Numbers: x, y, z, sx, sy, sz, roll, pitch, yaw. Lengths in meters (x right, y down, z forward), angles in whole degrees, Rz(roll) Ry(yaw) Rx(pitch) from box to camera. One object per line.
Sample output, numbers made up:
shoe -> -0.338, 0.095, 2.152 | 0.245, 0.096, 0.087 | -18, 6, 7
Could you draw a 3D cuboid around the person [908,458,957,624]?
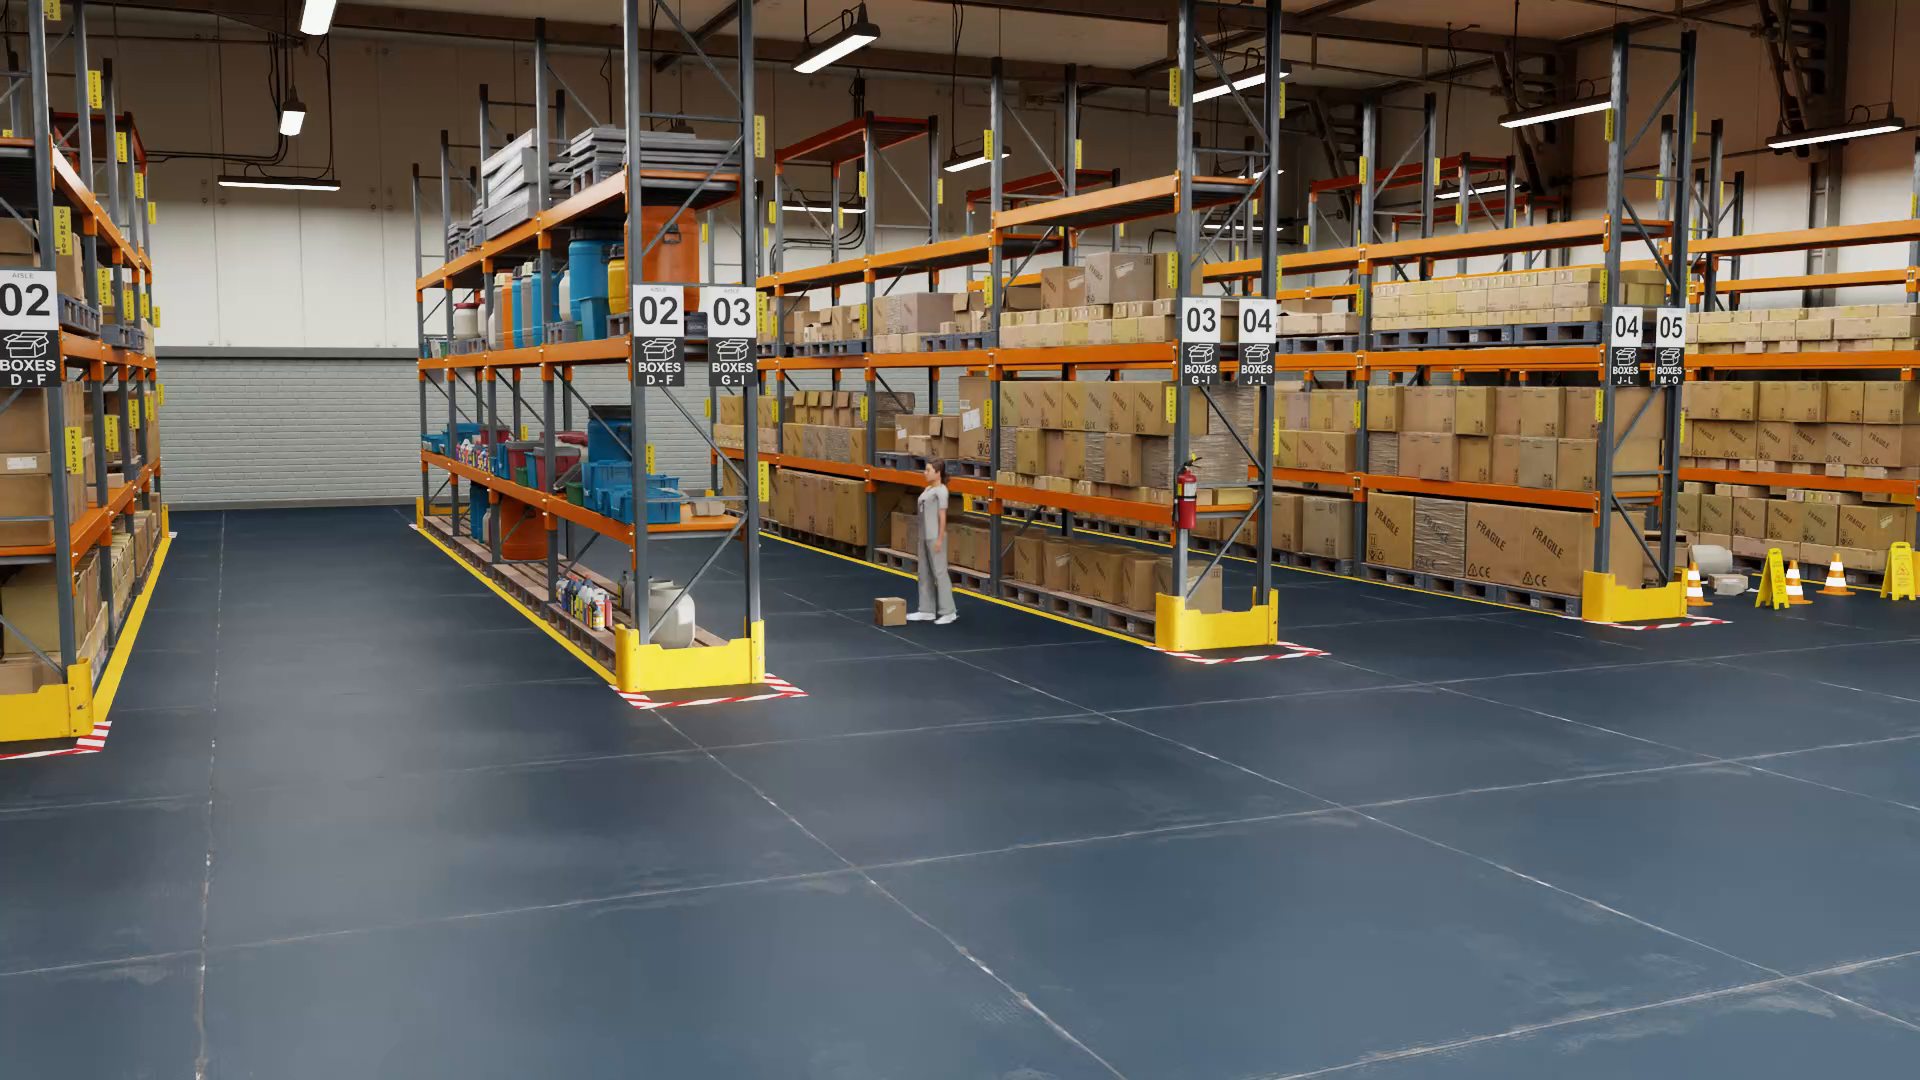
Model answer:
person -> -0.282, 0.026, 16.975 | 0.467, 1.686, 0.440 | -2, 6, -23
